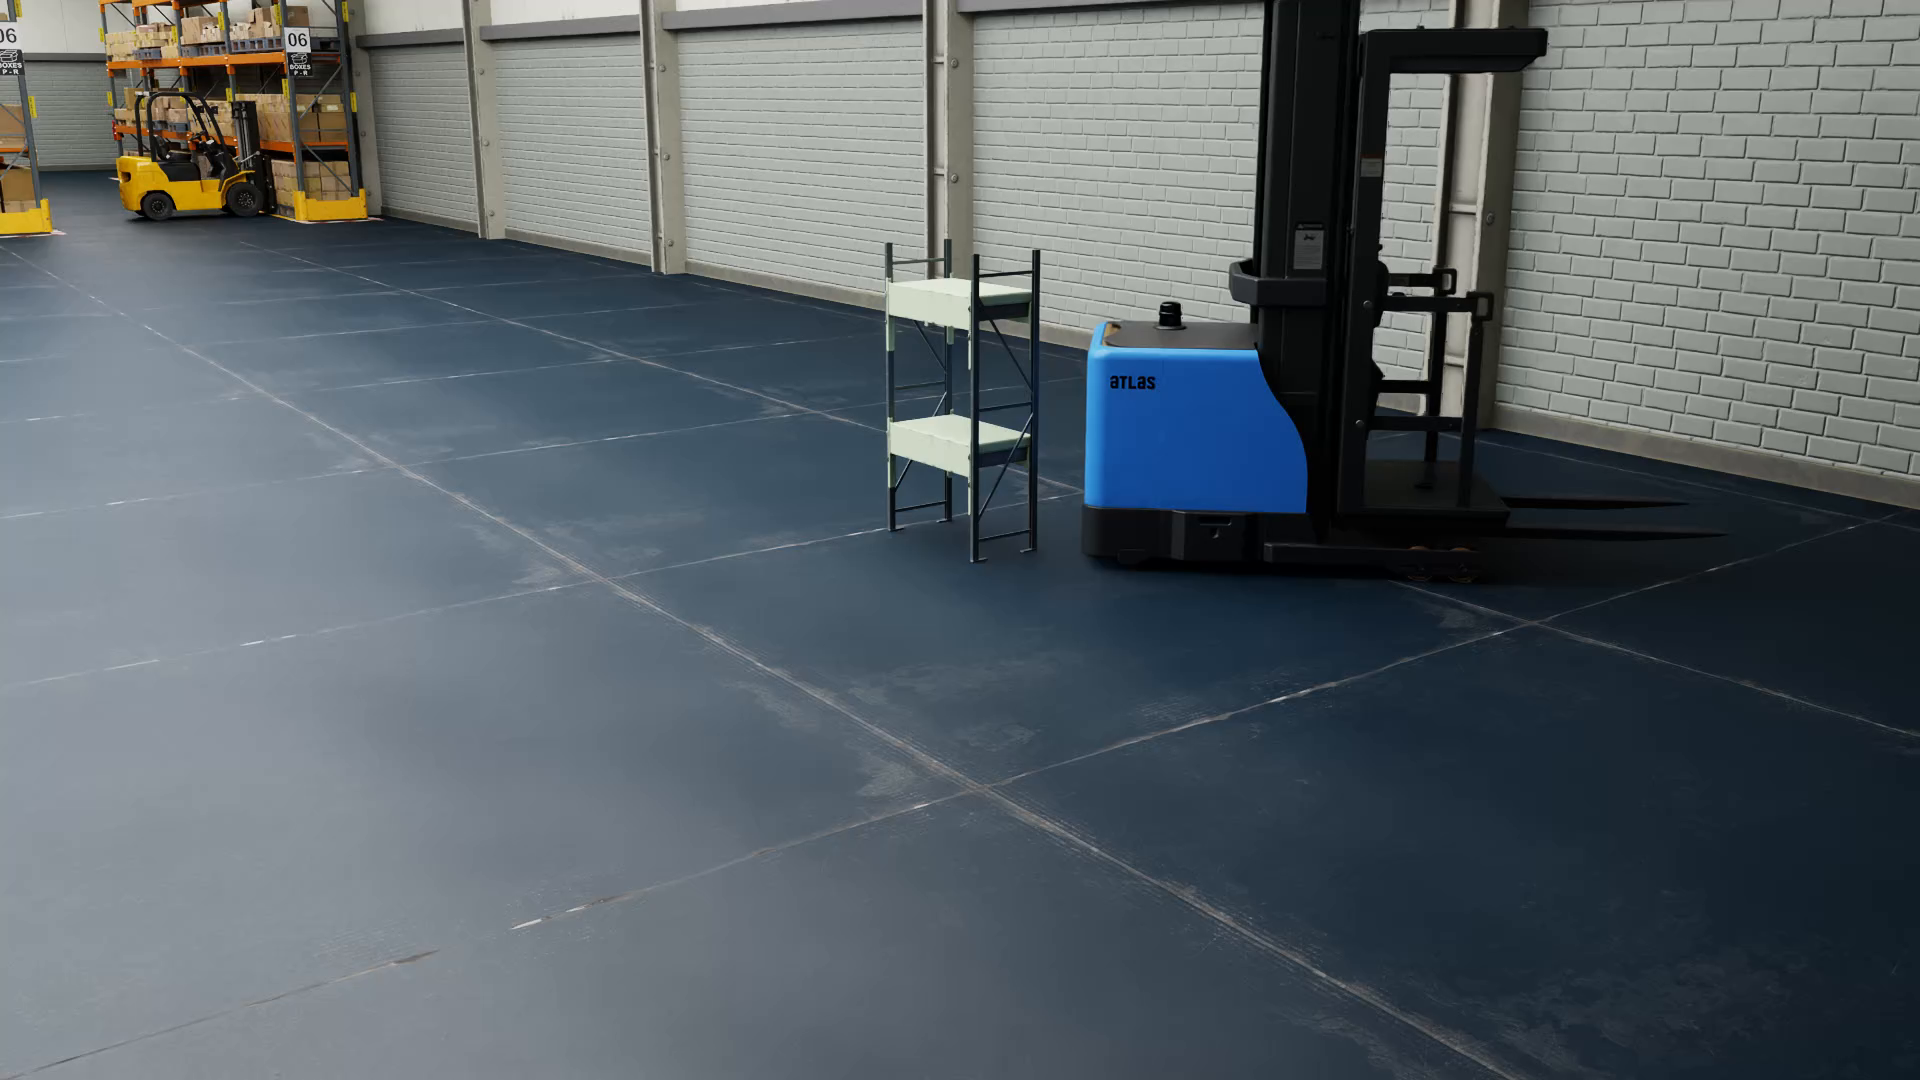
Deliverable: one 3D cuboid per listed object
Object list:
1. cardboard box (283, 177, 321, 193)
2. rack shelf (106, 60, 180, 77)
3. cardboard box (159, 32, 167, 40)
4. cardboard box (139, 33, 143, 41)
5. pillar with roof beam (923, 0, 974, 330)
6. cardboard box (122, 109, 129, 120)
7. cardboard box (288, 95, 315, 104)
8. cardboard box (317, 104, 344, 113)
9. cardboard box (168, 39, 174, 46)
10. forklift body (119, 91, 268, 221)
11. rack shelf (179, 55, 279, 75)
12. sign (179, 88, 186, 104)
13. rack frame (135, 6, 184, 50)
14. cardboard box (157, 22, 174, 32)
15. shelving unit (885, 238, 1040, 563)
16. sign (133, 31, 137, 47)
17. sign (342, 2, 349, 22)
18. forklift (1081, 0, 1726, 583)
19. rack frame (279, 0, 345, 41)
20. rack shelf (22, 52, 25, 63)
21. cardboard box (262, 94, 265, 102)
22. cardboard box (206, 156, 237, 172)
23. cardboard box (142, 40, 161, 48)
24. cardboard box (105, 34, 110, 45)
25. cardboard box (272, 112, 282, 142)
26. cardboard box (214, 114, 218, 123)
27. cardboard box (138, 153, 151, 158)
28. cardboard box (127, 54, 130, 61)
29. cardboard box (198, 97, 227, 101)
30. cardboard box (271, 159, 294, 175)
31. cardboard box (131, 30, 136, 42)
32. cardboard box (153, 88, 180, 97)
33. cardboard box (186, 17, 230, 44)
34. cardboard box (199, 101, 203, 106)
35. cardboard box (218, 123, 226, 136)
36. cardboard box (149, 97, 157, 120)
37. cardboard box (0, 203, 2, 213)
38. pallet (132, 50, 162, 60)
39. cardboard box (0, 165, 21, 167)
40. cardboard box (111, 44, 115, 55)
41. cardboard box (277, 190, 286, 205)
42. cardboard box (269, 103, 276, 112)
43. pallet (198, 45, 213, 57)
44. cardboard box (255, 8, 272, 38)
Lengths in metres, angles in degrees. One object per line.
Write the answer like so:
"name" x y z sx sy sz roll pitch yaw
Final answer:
"cardboard box" -11.551 -6.250 29.195 0.500 0.250 0.500 -11 19 -35
"rack shelf" -19.244 -11.166 39.373 1.077 0.370 4.000 -11 19 -35
"cardboard box" -16.920 -10.800 35.637 0.380 0.149 0.250 -11 19 -34
"cardboard box" -17.918 -11.121 36.771 0.380 0.149 0.250 -11 19 -36
"pillar with roof beam" -3.591 -5.747 12.529 9.100 9.000 0.400 -11 19 -35
"cardboard box" -19.774 -10.211 39.921 0.500 0.250 0.500 -11 19 -36
"cardboard box" -11.393 -7.625 28.773 0.380 0.149 0.250 -11 19 -34
"cardboard box" -11.002 -7.551 29.064 0.380 0.149 0.250 -11 19 -36
"cardboard box" -16.571 -10.555 35.306 0.380 0.149 0.250 -11 19 -35
"forklift body" -13.603 -6.789 29.308 2.313 2.155 1.214 -11 19 -35
"rack shelf" -14.540 -9.458 33.131 1.077 0.370 4.000 -11 19 -35
"sign" -16.149 -9.219 34.535 0.100 0.325 0.005 -11 19 -35
"rack frame" -18.068 -12.533 37.321 1.000 3.000 0.127 -11 19 -35
"cardboard box" -17.832 -11.504 37.388 0.396 0.266 0.258 -11 19 -35
"shelving unit" 0.004 -0.722 8.373 0.431 1.500 0.755 -11 19 -35
"sign" -18.502 -11.250 37.336 0.100 0.325 0.005 -11 19 -35
"sign" -10.560 -9.068 28.539 0.100 0.325 0.005 -11 19 -35
"forklift" 2.146 -1.360 7.991 3.031 2.935 1.130 2 15 7
"rack frame" -11.012 -9.971 27.959 1.000 3.000 0.127 -11 19 -35
"rack shelf" -16.201 -7.833 27.193 1.077 0.370 4.000 -11 19 -35
"cardboard box" -12.434 -8.008 30.172 0.380 0.149 0.250 -11 19 -34
"cardboard box" -14.970 -7.569 34.251 0.875 0.625 0.625 -10 18 -33
"cardboard box" -17.782 -10.924 36.614 0.380 0.149 0.250 -11 19 -34
"cardboard box" -20.362 -12.119 40.264 0.500 0.250 0.500 -11 19 -35
"cardboard box" -11.811 -7.302 29.383 0.500 0.500 0.500 -10 18 -33
"cardboard box" -14.464 -8.384 32.863 0.500 0.250 0.500 -10 18 -33
"cardboard box" -19.055 -8.935 39.479 0.700 0.500 0.500 -12 19 -37
"cardboard box" -19.238 -11.275 38.883 0.380 0.149 0.250 -11 19 -34
"cardboard box" -15.892 -9.170 35.414 0.500 0.500 0.500 -10 18 -32
"cardboard box" -12.145 -6.700 29.892 0.500 0.250 0.500 -11 19 -34
"cardboard box" -18.559 -11.469 37.889 0.500 0.250 0.500 -11 19 -34
"cardboard box" -18.728 -10.432 39.308 0.500 0.500 0.500 -11 19 -36
"cardboard box" -15.110 -10.246 33.475 0.700 0.500 0.500 -11 19 -36
"cardboard box" -15.273 -8.871 33.888 0.380 0.149 0.250 -11 19 -34
"cardboard box" -14.172 -8.032 32.526 0.500 0.250 0.500 -11 19 -35
"cardboard box" -17.660 -9.642 37.137 0.700 0.500 0.500 -11 19 -34
"cardboard box" -15.732 -5.318 26.738 0.500 0.250 0.500 -11 19 -35
"pallet" -17.741 -10.845 37.194 1.213 0.211 1.003 -11 19 -35
"cardboard box" -15.889 -5.983 27.748 0.500 0.500 0.500 -10 18 -33
"cardboard box" -20.064 -11.769 39.933 0.500 0.250 0.500 -10 18 -33
"cardboard box" -11.829 -6.112 29.640 0.500 0.250 0.500 -11 19 -35
"cardboard box" -12.052 -7.688 29.565 0.380 0.149 0.250 -12 19 -36
"pallet" -14.585 -9.772 33.272 1.003 0.211 1.213 -10 18 -32
"cardboard box" -11.991 -9.114 29.336 0.700 0.500 0.500 -11 19 -34
